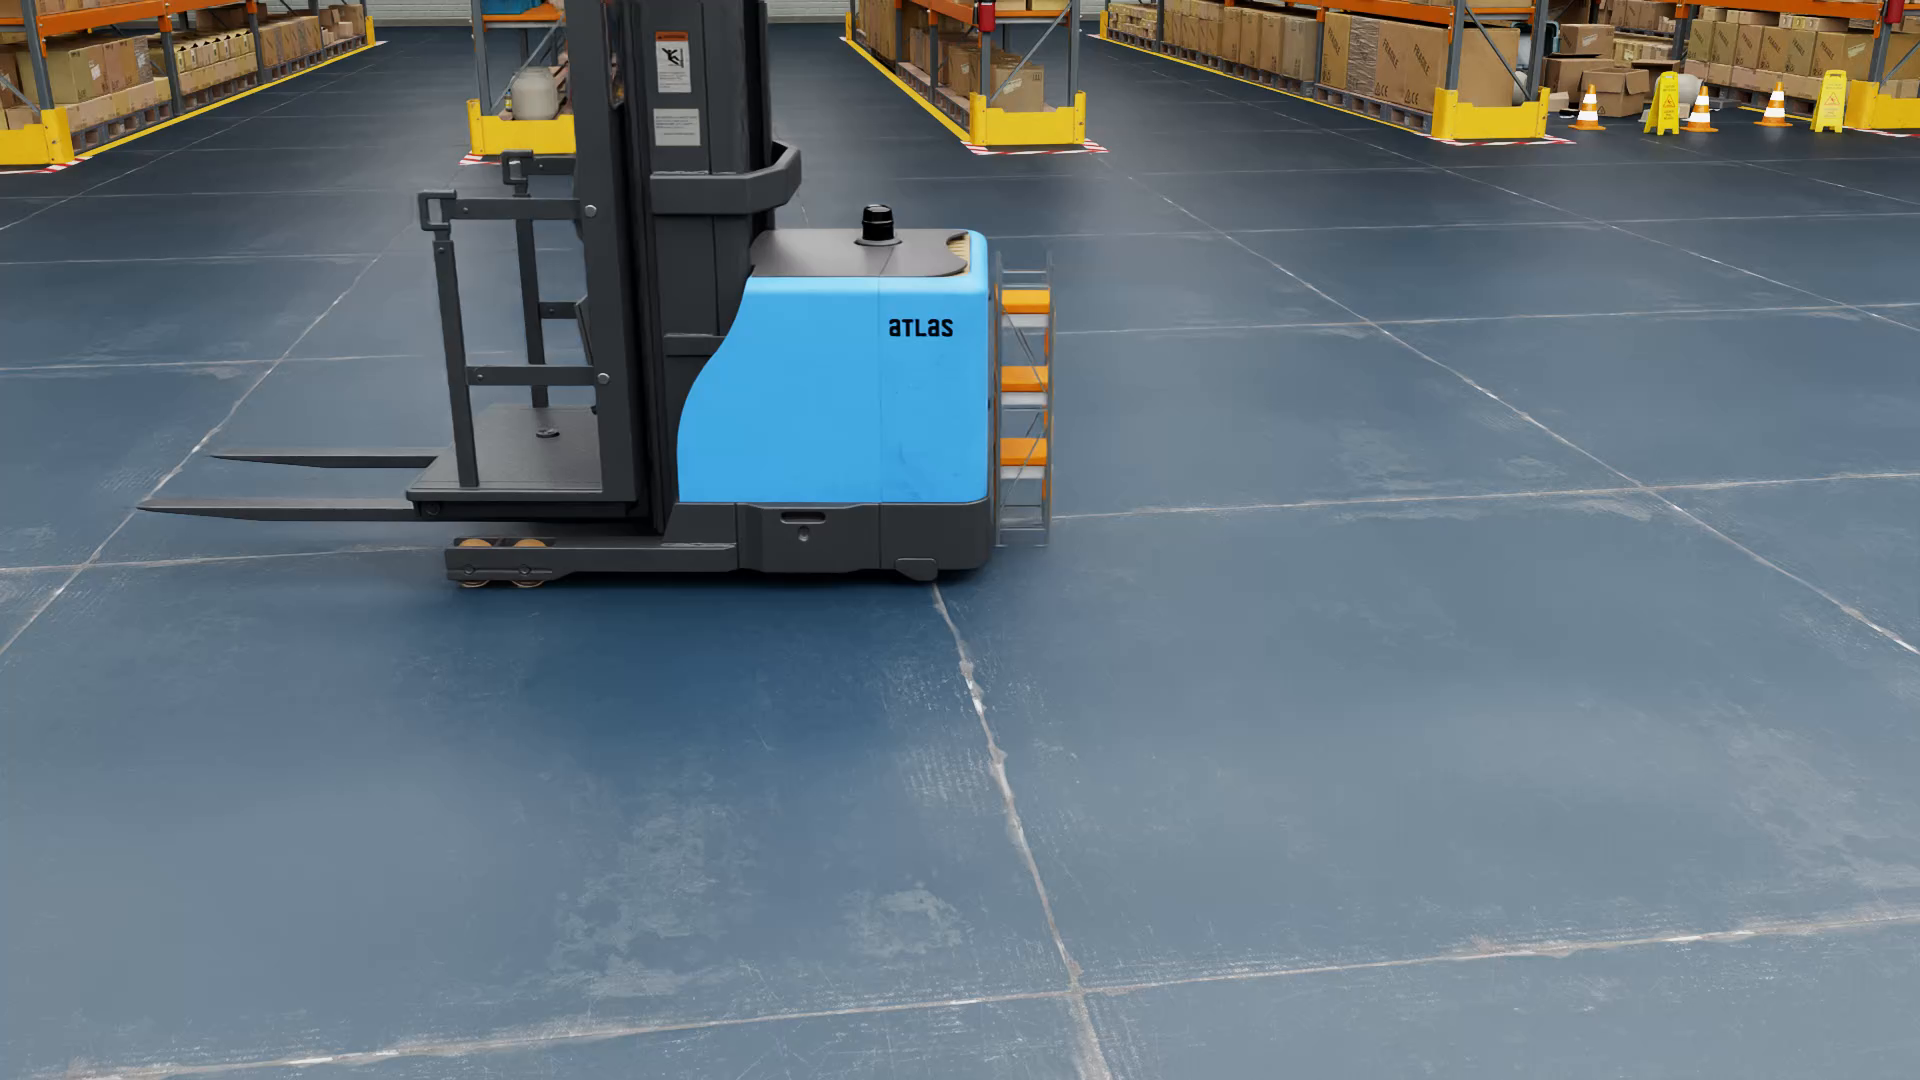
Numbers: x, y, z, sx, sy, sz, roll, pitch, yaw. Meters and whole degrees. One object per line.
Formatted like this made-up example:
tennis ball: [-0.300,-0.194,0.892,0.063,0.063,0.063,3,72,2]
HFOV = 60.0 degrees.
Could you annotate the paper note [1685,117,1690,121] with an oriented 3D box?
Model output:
paper note: [8.407,-4.843,19.140,0.148,0.019,0.142,-11,23,-26]

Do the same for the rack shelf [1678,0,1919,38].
rack shelf: [10.225,-6.363,19.993,1.077,0.370,4.000,-3,21,-8]

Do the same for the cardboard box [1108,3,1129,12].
cardboard box: [3.063,-10.204,31.872,0.380,0.149,0.250,-4,21,-10]

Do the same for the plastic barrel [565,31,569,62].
plastic barrel: [-5.435,-7.376,24.179,0.600,0.830,0.708,-3,21,-8]

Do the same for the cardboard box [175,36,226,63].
cardboard box: [-9.709,-6.253,21.199,0.500,0.311,0.500,-2,21,-6]

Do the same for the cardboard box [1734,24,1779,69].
cardboard box: [9.917,-6.070,20.438,0.500,0.500,0.500,-2,21,-5]

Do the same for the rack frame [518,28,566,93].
rack frame: [-4.771,-6.642,19.714,1.000,3.000,0.127,-3,21,-8]

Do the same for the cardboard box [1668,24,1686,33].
cardboard box: [13.324,-9.453,30.713,0.380,0.149,0.250,-4,21,-9]

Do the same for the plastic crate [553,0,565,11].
plastic crate: [-4.005,-5.460,16.925,0.298,0.136,0.250,-3,21,-8]

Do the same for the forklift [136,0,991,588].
forklift: [-1.405,-1.391,5.752,3.031,2.935,1.130,0,20,1]

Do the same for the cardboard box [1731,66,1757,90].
cardboard box: [9.922,-5.715,20.560,0.500,0.250,0.500,-3,21,-8]

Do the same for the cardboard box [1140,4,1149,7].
cardboard box: [3.630,-10.142,31.707,0.380,0.149,0.250,-3,21,-7]

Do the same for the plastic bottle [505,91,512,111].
plastic bottle: [-4.893,-4.766,18.062,0.097,0.201,0.097,0,20,0]

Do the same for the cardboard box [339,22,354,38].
cardboard box: [-10.973,-8.960,29.221,0.500,0.250,0.500,-3,21,-8]

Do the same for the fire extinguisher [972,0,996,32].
fire extinguisher: [0.267,-5.408,16.520,0.296,0.674,0.183,-3,21,-8]

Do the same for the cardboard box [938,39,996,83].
cardboard box: [0.063,-6.141,21.315,0.700,0.500,0.500,-5,21,-12]

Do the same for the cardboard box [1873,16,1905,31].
cardboard box: [14.450,-7.670,25.260,0.875,0.625,0.625,-2,21,-6]

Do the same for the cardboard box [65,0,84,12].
cardboard box: [-9.297,-5.572,16.704,0.700,0.500,0.500,-3,21,-7]

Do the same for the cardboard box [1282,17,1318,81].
cardboard box: [4.875,-6.461,21.842,1.050,0.750,0.750,-3,21,-8]

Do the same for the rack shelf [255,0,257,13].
rack shelf: [-10.538,-8.134,24.736,1.077,0.370,4.000,-3,21,-8]

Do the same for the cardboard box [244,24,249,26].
cardboard box: [-10.691,-7.305,24.432,0.500,0.500,0.500,-4,21,-10]

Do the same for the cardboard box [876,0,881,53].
cardboard box: [-0.646,-8.028,25.859,1.225,0.875,0.875,-3,21,-8]

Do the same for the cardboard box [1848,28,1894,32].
cardboard box: [10.587,-5.749,19.580,0.500,0.500,0.500,-4,21,-10]

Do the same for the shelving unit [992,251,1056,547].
shelving unit: [0.230,-0.509,6.079,0.215,1.050,0.252,0,20,0]

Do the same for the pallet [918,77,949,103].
pallet: [0.017,-5.855,21.592,1.003,0.211,1.213,-3,21,-8]

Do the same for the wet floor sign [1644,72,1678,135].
wet floor sign: [7.593,-4.709,17.903,0.267,0.644,0.232,-7,21,-17]

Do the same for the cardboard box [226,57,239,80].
cardboard box: [-9.785,-6.165,21.765,0.500,0.250,0.500,-2,21,-7]

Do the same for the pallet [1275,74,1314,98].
pallet: [4.867,-6.064,22.152,1.003,0.211,1.213,-3,21,-8]

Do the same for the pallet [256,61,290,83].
pallet: [-10.320,-6.733,23.941,1.003,0.211,1.213,-3,21,-8]

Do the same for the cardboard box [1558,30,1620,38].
cardboard box: [9.432,-7.547,25.290,0.950,0.372,0.625,-4,21,-11]

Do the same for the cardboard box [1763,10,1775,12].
cardboard box: [13.786,-8.977,28.009,0.380,0.149,0.250,-4,21,-10]

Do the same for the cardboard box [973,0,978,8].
cardboard box: [0.339,-5.648,17.411,0.380,0.149,0.250,-3,21,-8]

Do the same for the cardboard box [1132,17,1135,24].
cardboard box: [3.393,-9.617,30.728,0.380,0.149,0.250,-2,21,-5]

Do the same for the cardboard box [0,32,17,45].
cardboard box: [-15.734,-8.202,26.863,0.700,0.500,0.500,-3,21,-7]

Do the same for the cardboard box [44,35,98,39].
cardboard box: [-9.836,-5.305,18.390,0.500,0.500,0.500,-3,21,-8]

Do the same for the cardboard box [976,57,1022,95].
cardboard box: [0.442,-5.173,18.752,0.500,0.500,0.500,-1,21,-3]

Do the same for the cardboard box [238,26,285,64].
cardboard box: [-10.113,-7.167,24.062,0.500,0.500,0.500,-4,21,-10]

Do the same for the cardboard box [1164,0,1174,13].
cardboard box: [3.745,-8.985,27.887,0.500,0.250,0.500,-4,21,-10]

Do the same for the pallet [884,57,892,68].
pallet: [-0.658,-7.669,26.448,1.003,0.211,1.213,-3,21,-8]

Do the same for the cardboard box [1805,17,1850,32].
cardboard box: [10.021,-5.959,19.214,0.380,0.149,0.250,-2,21,-6]

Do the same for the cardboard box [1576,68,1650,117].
cardboard box: [7.755,-5.318,19.736,0.637,0.503,0.797,17,27,39]

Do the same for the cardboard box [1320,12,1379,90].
cardboard box: [5.075,-6.087,20.664,0.875,0.875,0.875,-3,21,-7]

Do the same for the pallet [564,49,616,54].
pallet: [-5.854,-7.837,26.897,1.003,0.211,1.213,-3,21,-8]

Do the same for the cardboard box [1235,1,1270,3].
cardboard box: [4.544,-8.296,26.041,0.500,0.250,0.500,-3,21,-8]

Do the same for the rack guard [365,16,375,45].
rack guard: [-11.392,-9.351,30.539,1.175,0.500,0.348,-3,21,-8]

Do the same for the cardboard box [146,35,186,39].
cardboard box: [-10.309,-6.396,21.582,0.500,0.311,0.500,-3,21,-9]

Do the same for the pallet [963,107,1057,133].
pallet: [0.614,-4.510,17.991,1.003,0.211,1.213,-3,21,-8]

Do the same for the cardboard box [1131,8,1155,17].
cardboard box: [3.330,-9.575,30.190,0.380,0.149,0.250,-4,21,-10]

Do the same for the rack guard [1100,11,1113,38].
rack guard: [3.334,-10.065,32.450,1.175,0.500,0.348,-3,21,-8]

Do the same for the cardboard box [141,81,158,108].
cardboard box: [-9.328,-4.979,18.591,0.500,0.250,0.500,-3,21,-8]

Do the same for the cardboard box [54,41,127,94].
cardboard box: [-9.167,-4.985,17.535,0.500,0.500,0.500,-3,21,-8]
